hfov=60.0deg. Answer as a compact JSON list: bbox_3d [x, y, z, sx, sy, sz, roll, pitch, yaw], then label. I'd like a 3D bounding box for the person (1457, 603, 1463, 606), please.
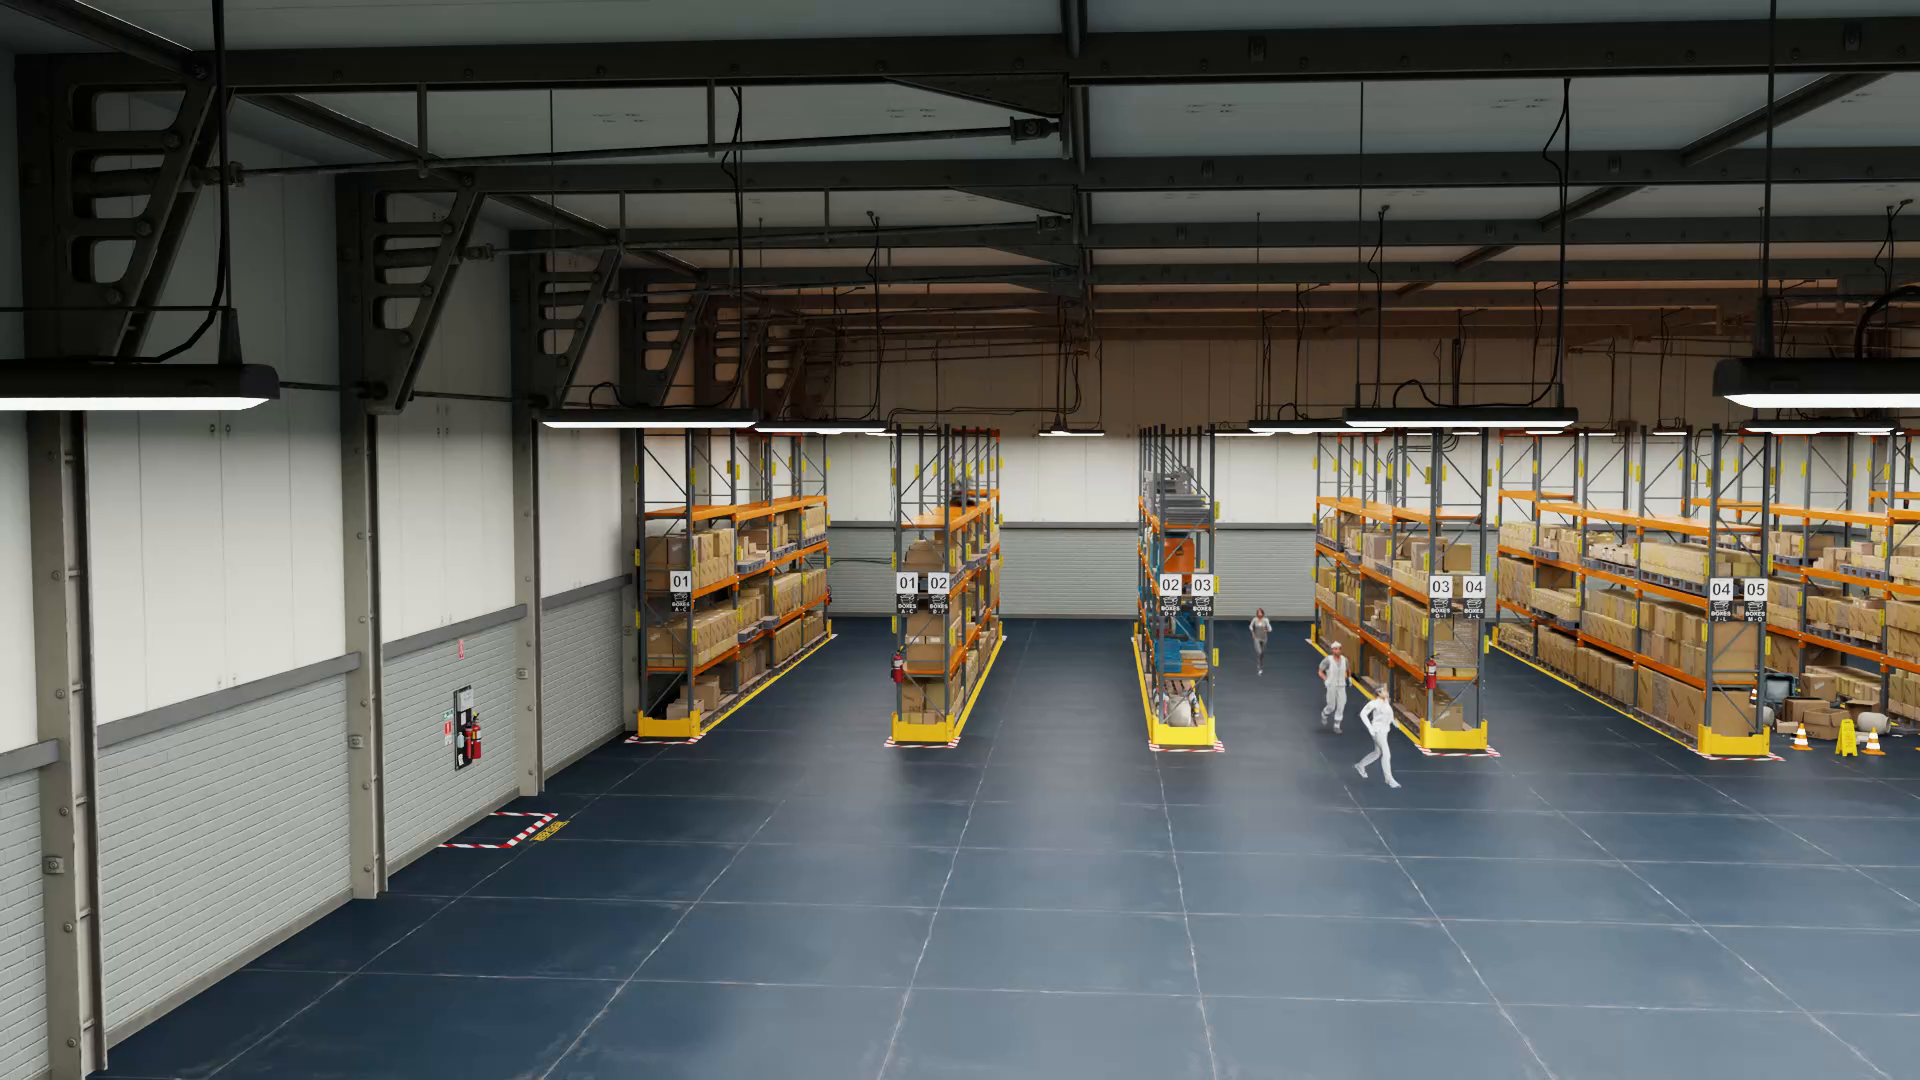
[{"bbox_3d":[13.843,2.090,46.840,0.798,1.629,0.727,3,5,42],"label":"person"}]

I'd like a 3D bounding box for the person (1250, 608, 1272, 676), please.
[{"bbox_3d":[7.324,2.460,40.474,0.524,1.613,0.820,0,3,3],"label":"person"}]

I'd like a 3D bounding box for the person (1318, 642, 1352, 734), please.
[{"bbox_3d":[7.336,2.868,32.518,0.683,1.771,0.717,-1,4,-10],"label":"person"}]

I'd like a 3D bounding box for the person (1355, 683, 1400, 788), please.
[{"bbox_3d":[6.946,3.200,27.583,0.855,1.709,0.621,3,5,43],"label":"person"}]
